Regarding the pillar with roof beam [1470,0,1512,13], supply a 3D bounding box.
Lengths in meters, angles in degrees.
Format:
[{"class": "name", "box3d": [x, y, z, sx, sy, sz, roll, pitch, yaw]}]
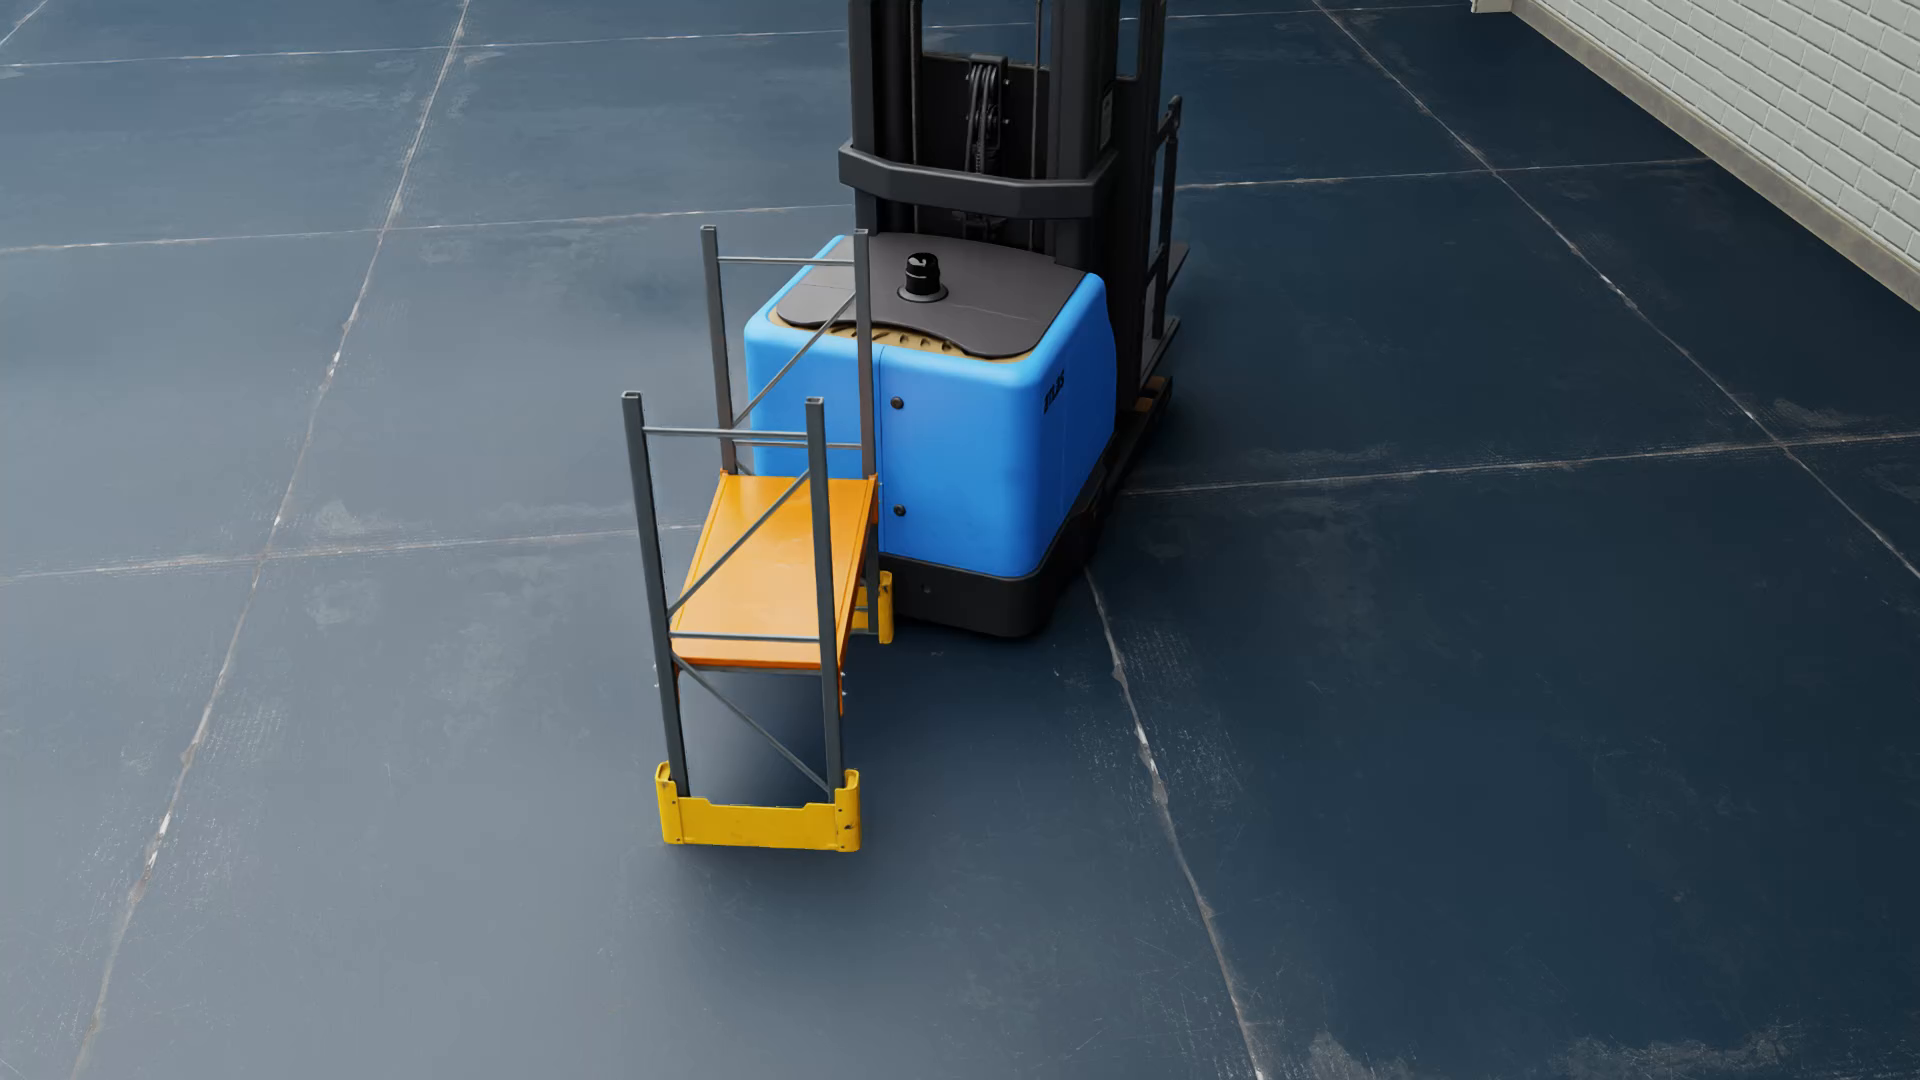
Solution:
[{"class": "pillar with roof beam", "box3d": [-0.530, -7.219, 8.852, 9.100, 9.000, 0.400, -4, 35, -6]}]

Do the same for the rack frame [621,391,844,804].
[{"class": "rack frame", "box3d": [-0.587, 0.268, 4.526, 0.500, 1.500, 0.032, 2, 34, 3]}]

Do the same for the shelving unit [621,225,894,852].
[{"class": "shelving unit", "box3d": [-0.555, -0.013, 4.937, 0.587, 1.500, 1.083, 2, 34, 3]}]

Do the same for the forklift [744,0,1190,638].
[{"class": "forklift", "box3d": [0.258, -1.706, 6.150, 1.130, 2.935, 3.031, 12, 36, 16]}]

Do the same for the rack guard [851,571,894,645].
[{"class": "rack guard", "box3d": [-0.524, 0.224, 5.700, 0.587, 0.250, 0.087, 2, 34, 3]}]

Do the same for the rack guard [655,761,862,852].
[{"class": "rack guard", "box3d": [-0.587, 0.783, 4.879, 0.587, 0.250, 0.087, 2, 34, 3]}]

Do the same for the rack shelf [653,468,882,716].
[{"class": "rack shelf", "box3d": [-0.555, 0.130, 5.046, 0.538, 0.185, 1.000, 2, 34, 3]}]

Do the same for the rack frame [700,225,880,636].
[{"class": "rack frame", "box3d": [-0.523, -0.304, 5.364, 0.500, 1.500, 0.032, 2, 34, 3]}]
